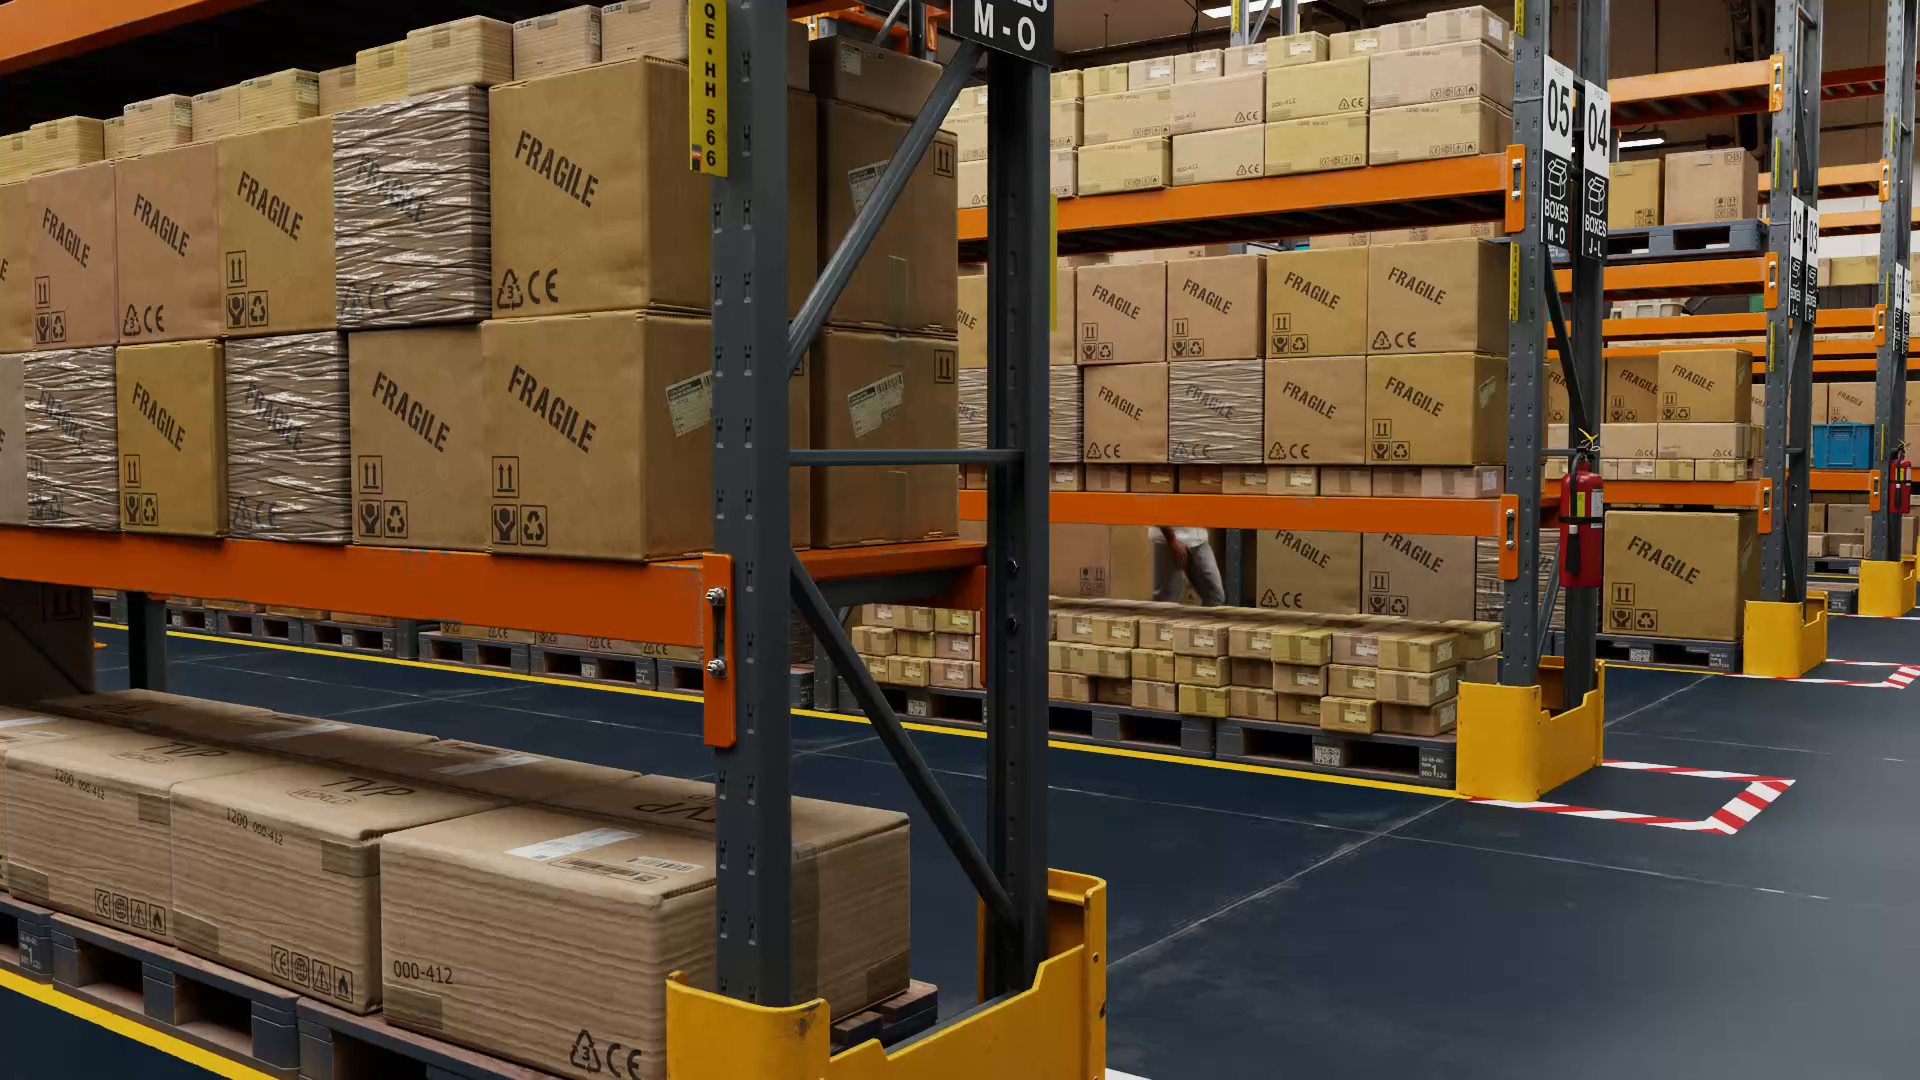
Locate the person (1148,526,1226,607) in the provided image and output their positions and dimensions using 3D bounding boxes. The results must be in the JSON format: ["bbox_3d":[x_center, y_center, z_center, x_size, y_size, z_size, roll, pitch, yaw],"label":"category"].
[{"bbox_3d":[1.471,0.063,10.789,0.701,1.819,0.601,3,4,44],"label":"person"}]
